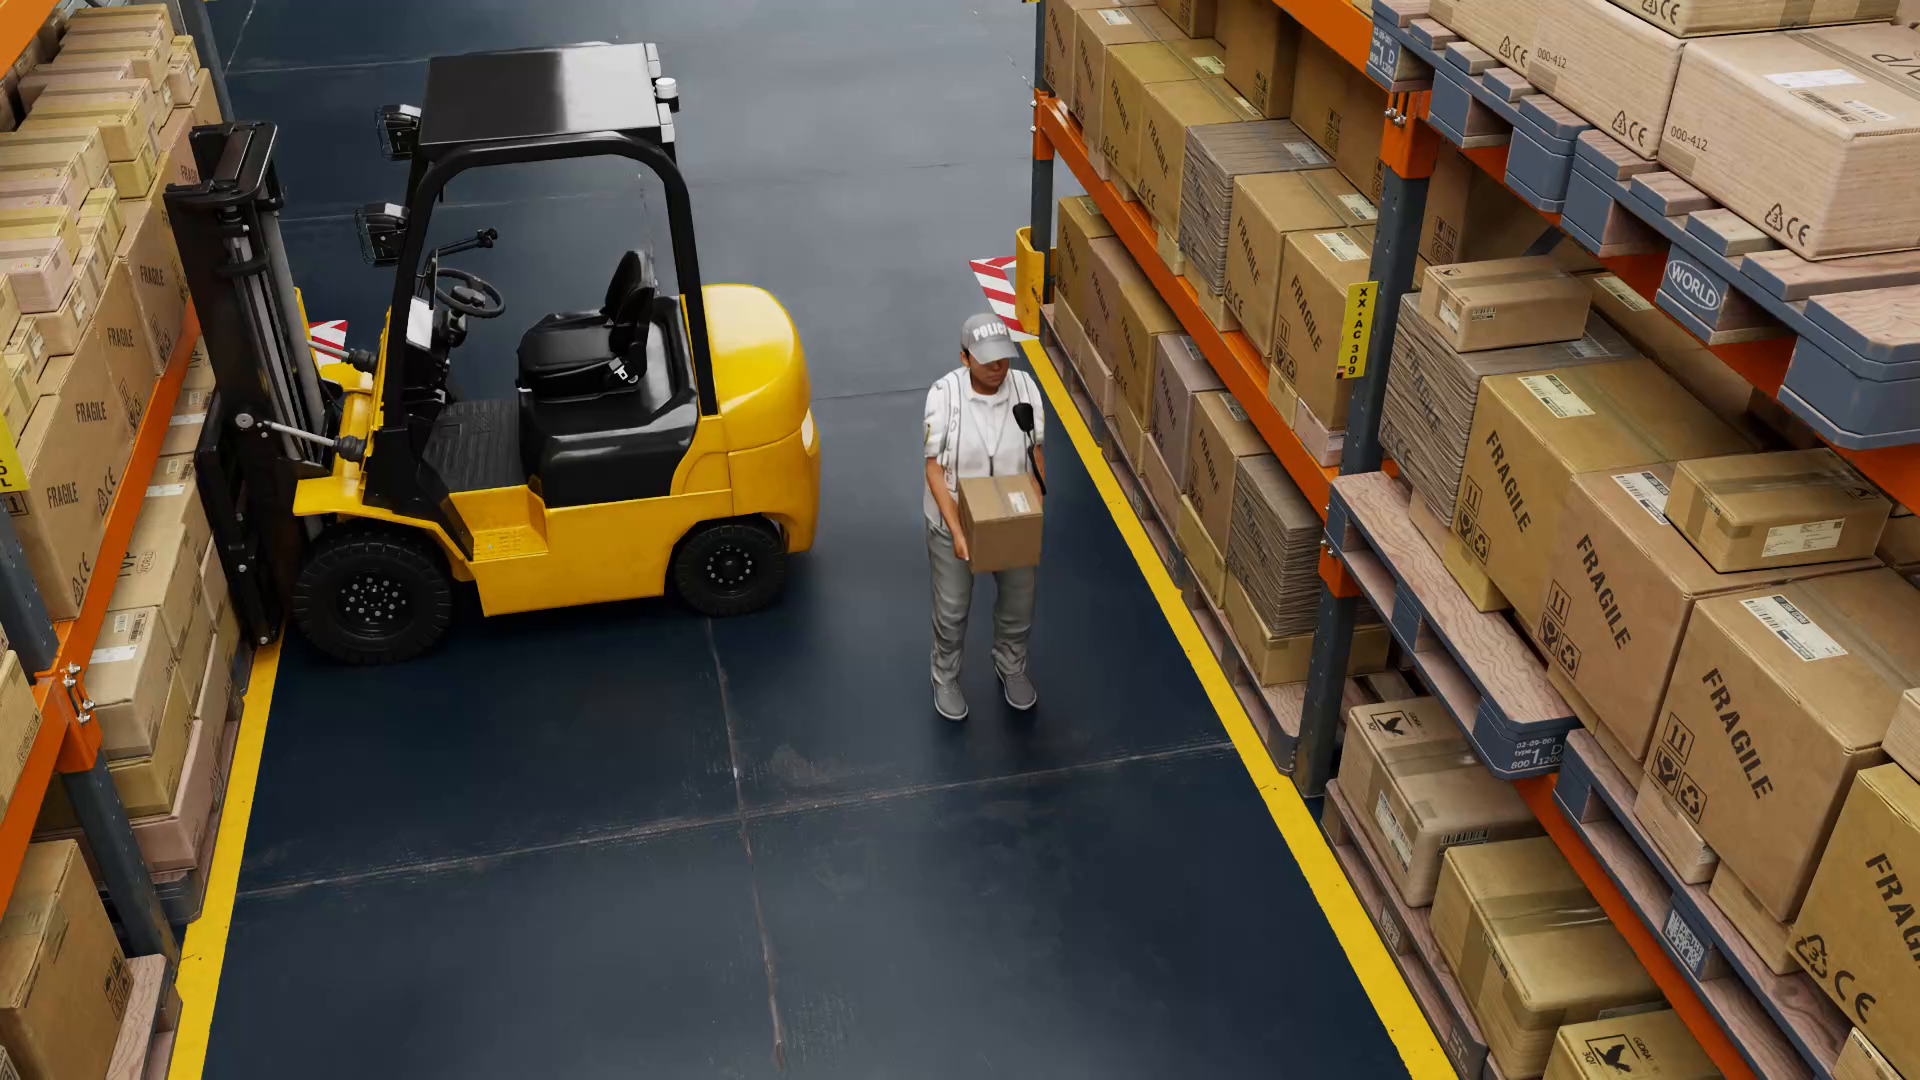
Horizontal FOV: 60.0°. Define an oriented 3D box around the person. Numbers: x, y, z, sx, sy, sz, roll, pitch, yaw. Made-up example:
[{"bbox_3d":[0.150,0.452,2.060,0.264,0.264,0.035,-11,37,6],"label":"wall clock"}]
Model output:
[{"bbox_3d":[0.104,-0.037,6.205,0.455,1.657,0.542,-7,35,-10],"label":"person"}]
